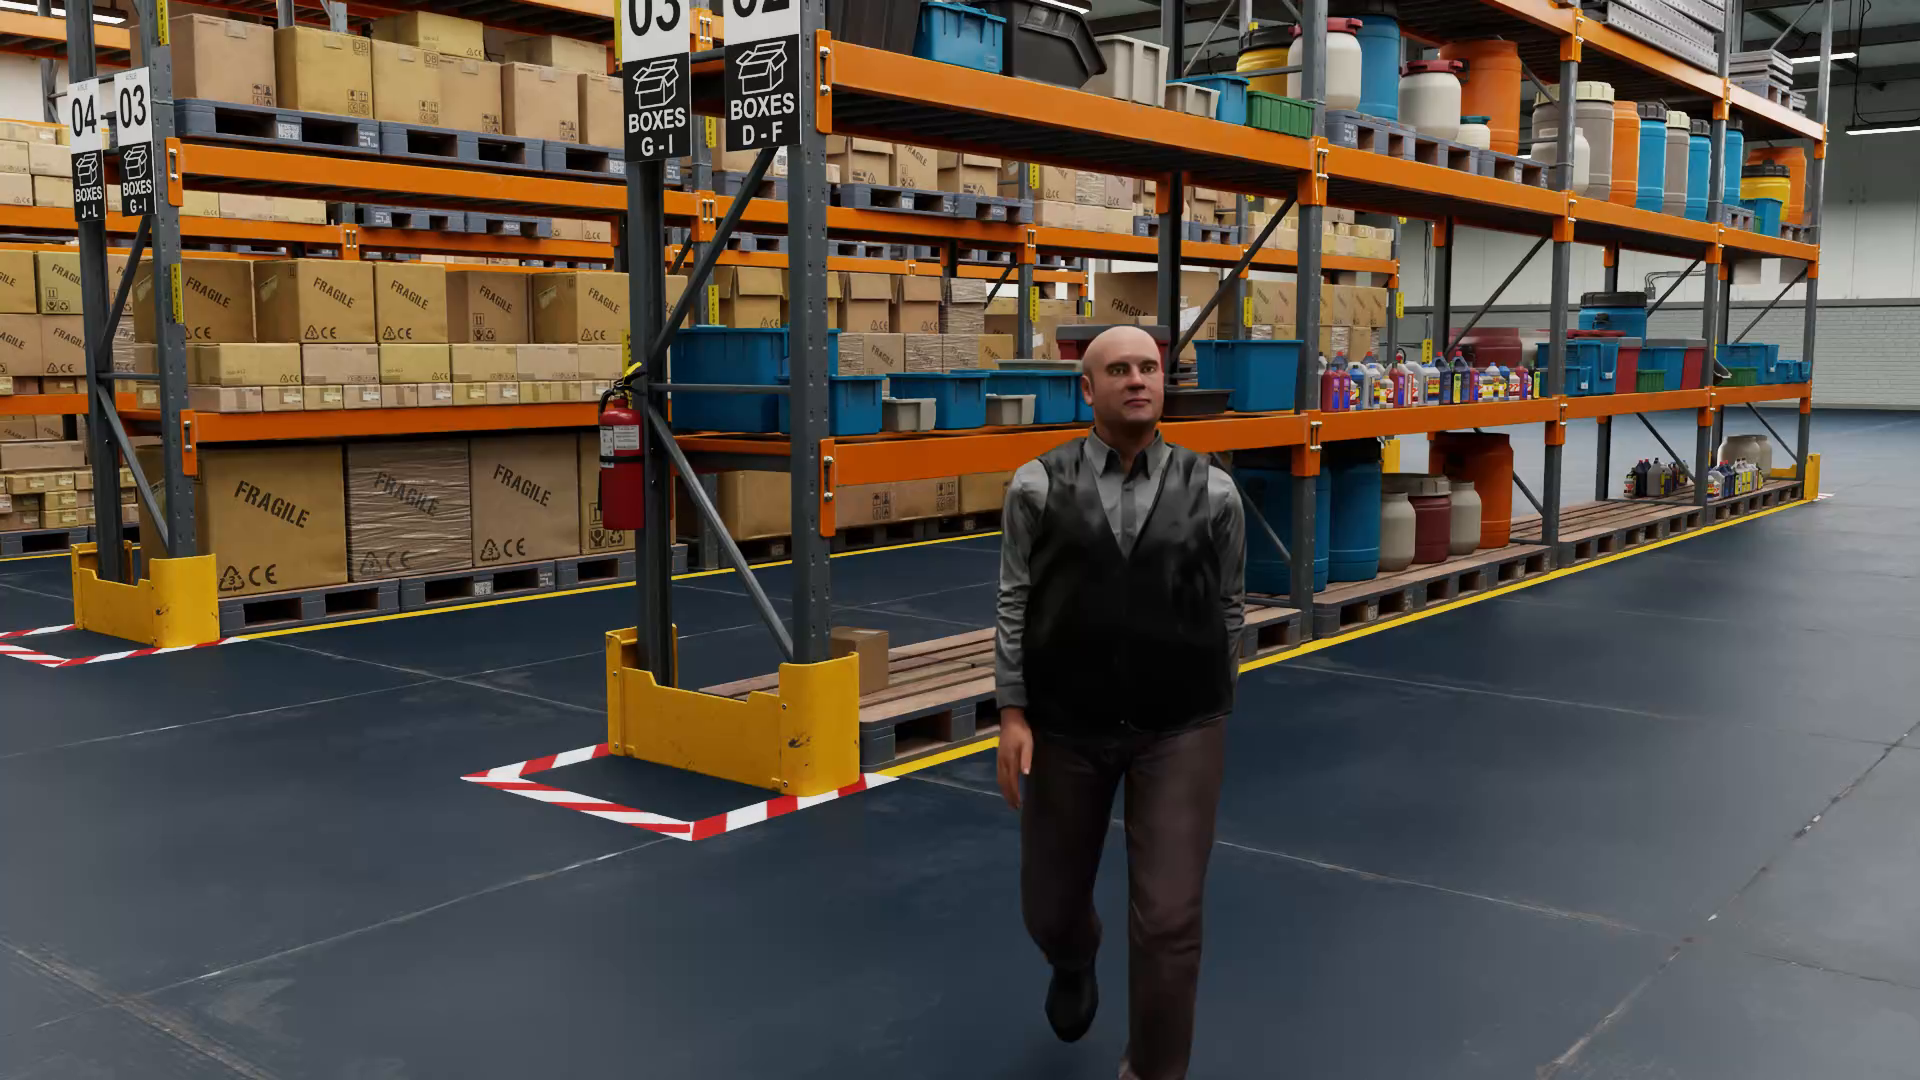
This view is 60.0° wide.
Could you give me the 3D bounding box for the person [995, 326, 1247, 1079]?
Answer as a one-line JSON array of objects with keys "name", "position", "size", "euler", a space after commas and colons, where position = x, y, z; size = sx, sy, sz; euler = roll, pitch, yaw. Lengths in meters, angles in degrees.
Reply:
[{"name": "person", "position": [0.339, 0.396, 3.534], "size": [0.526, 1.691, 0.842], "euler": [1, 7, 7]}]
